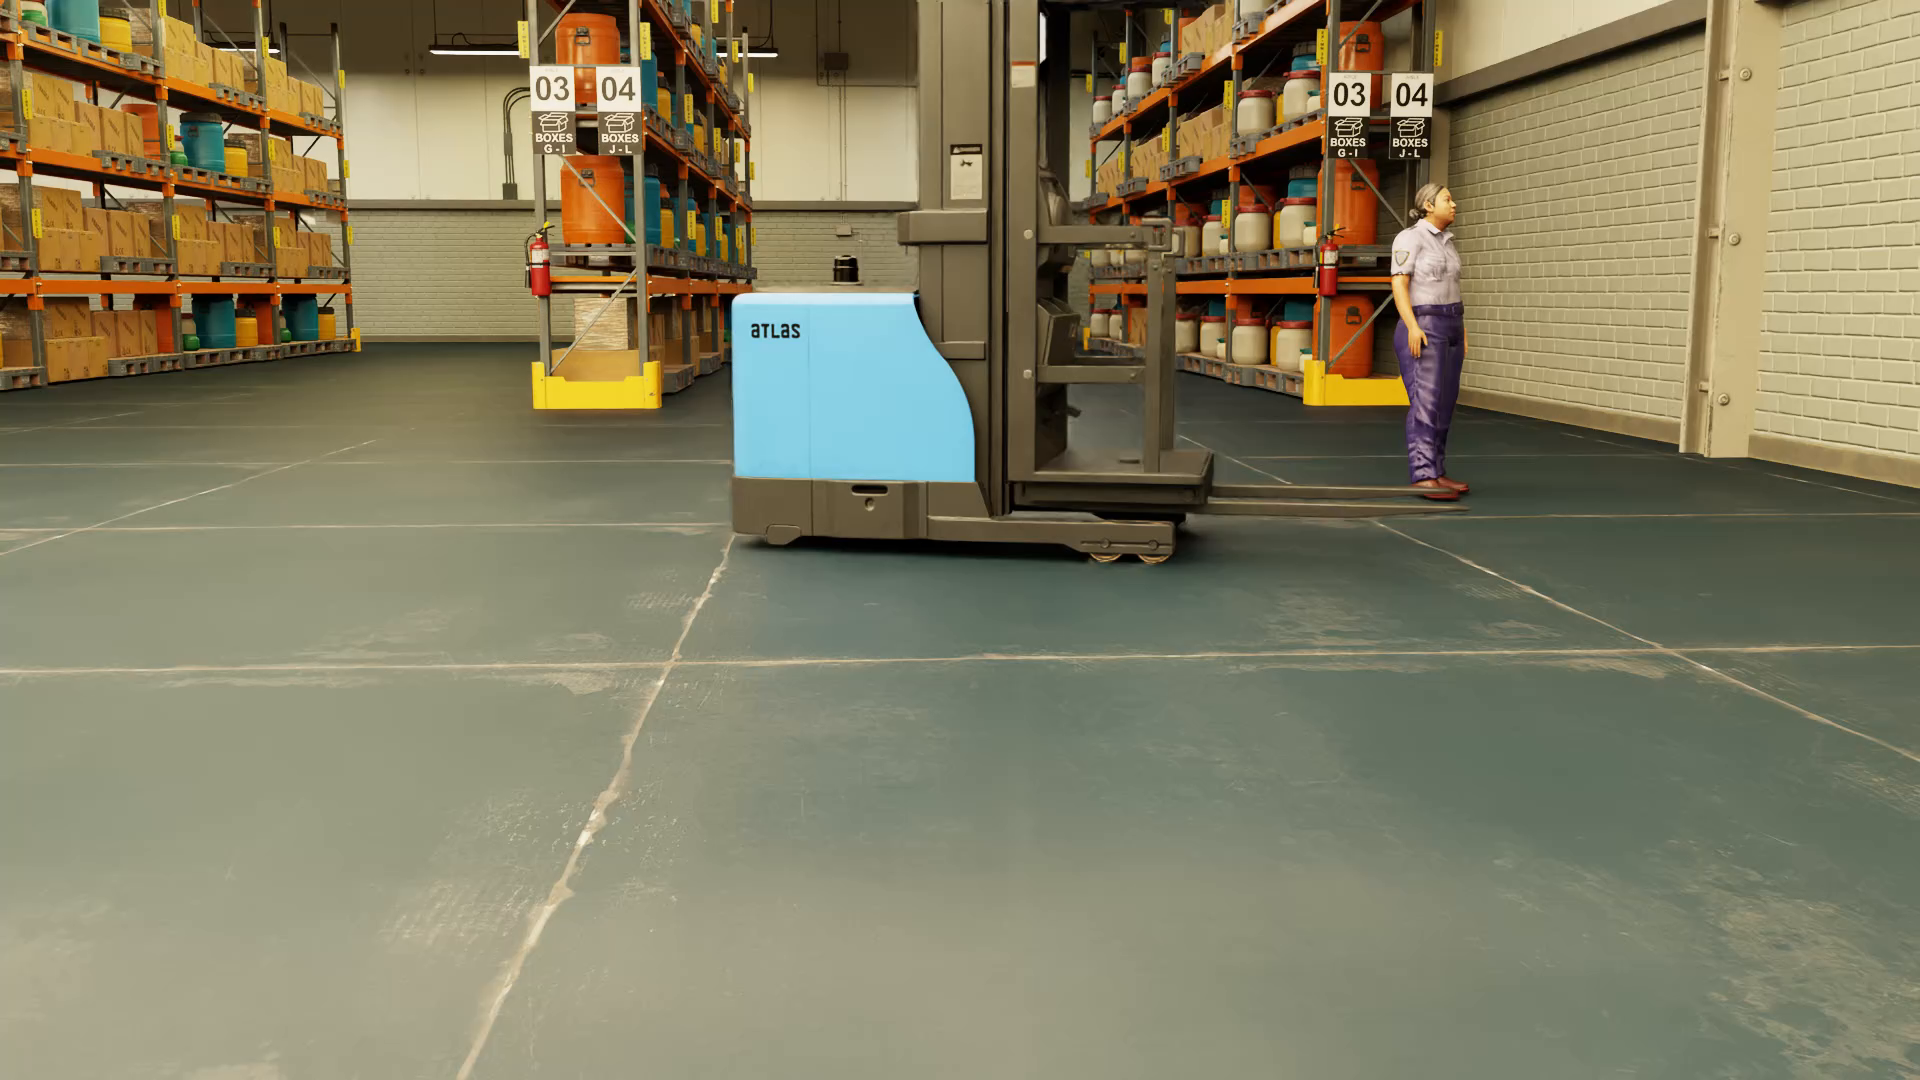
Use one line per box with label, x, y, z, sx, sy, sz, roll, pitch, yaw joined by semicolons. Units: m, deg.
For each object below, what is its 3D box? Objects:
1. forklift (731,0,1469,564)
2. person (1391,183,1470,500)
forklift;0.597;-1.440;7.029;3.031;2.935;1.130;2;9;10
person;2.585;-1.067;8.868;0.596;1.643;0.503;-8;12;-44
